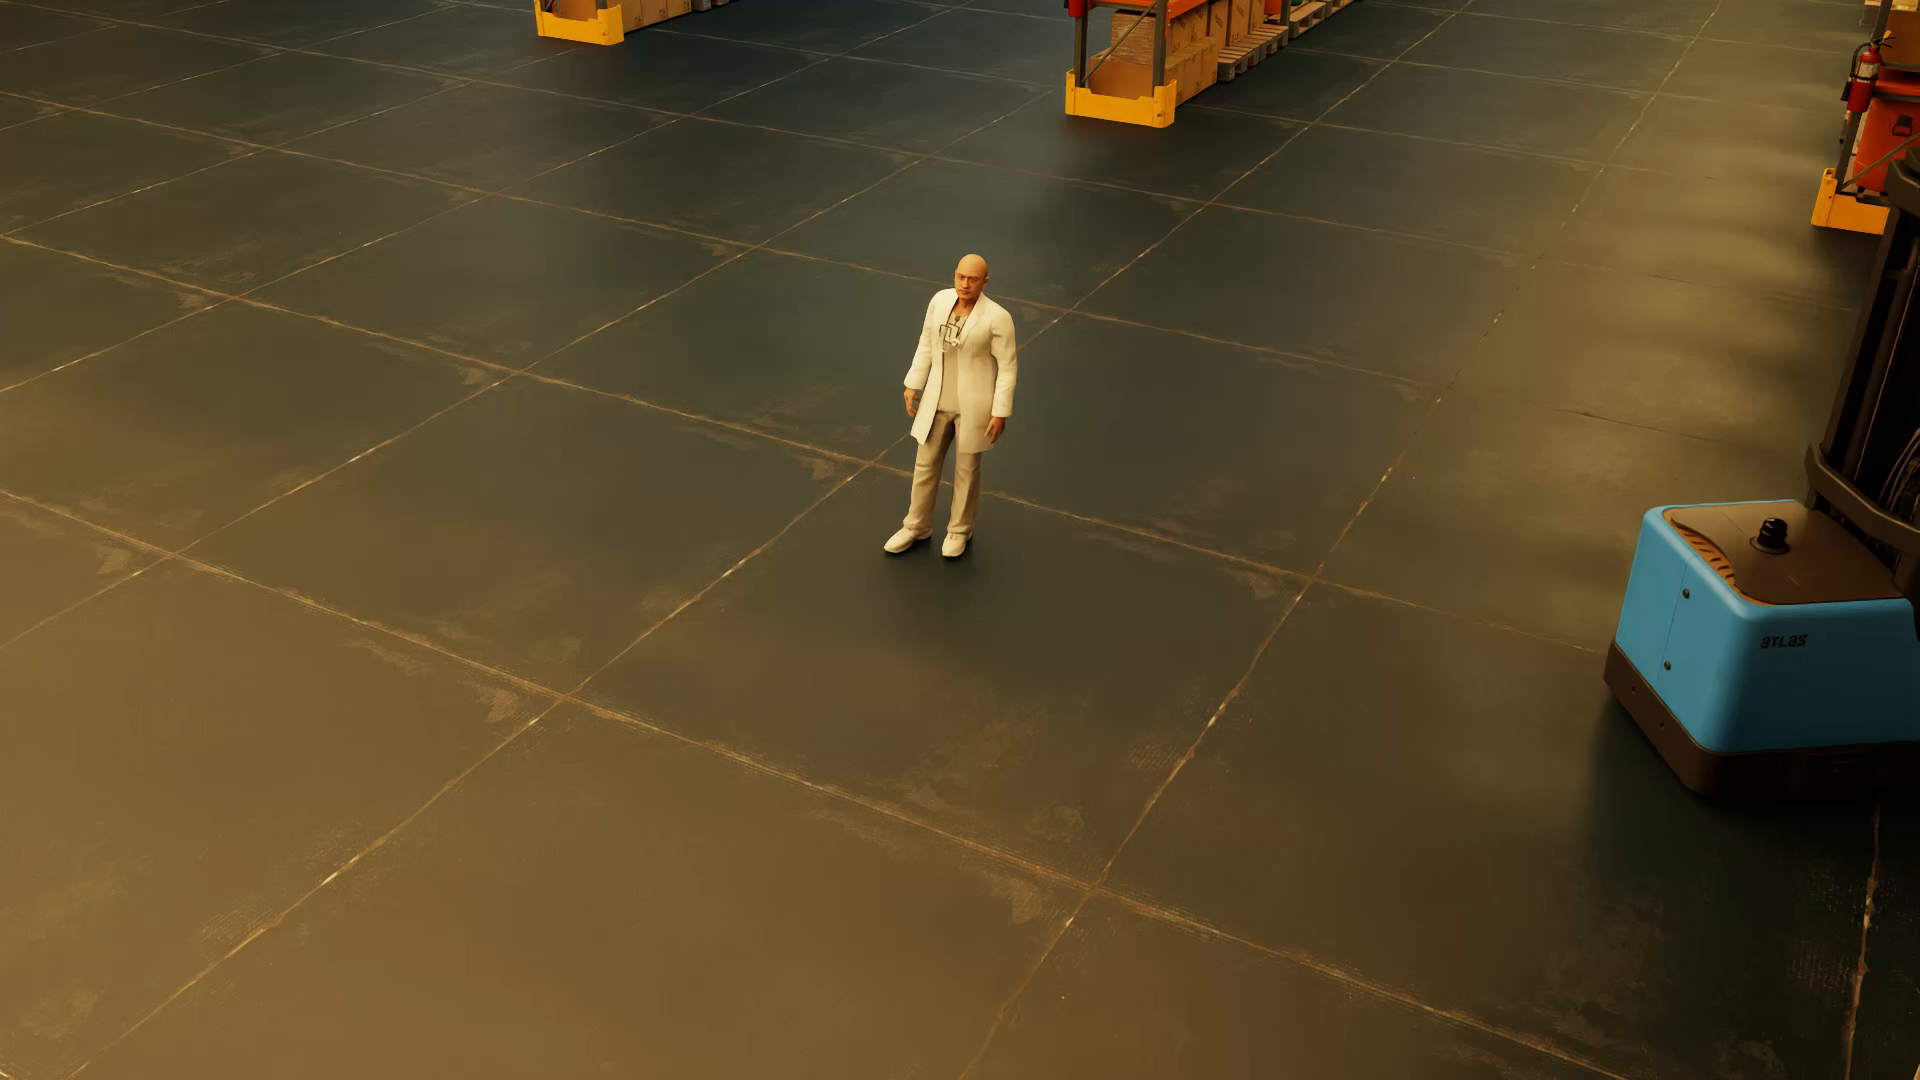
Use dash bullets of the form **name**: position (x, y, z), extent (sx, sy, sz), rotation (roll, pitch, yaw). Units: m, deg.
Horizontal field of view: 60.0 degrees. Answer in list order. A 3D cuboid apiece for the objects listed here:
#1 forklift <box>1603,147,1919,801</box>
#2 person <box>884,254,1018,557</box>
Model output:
- **forklift**: position (4.881, -0.345, 7.668), extent (3.031, 2.935, 1.130), rotation (-3, 30, -5)
- **person**: position (-0.048, -0.738, 9.489), extent (0.696, 1.775, 0.581), rotation (15, 33, 25)
